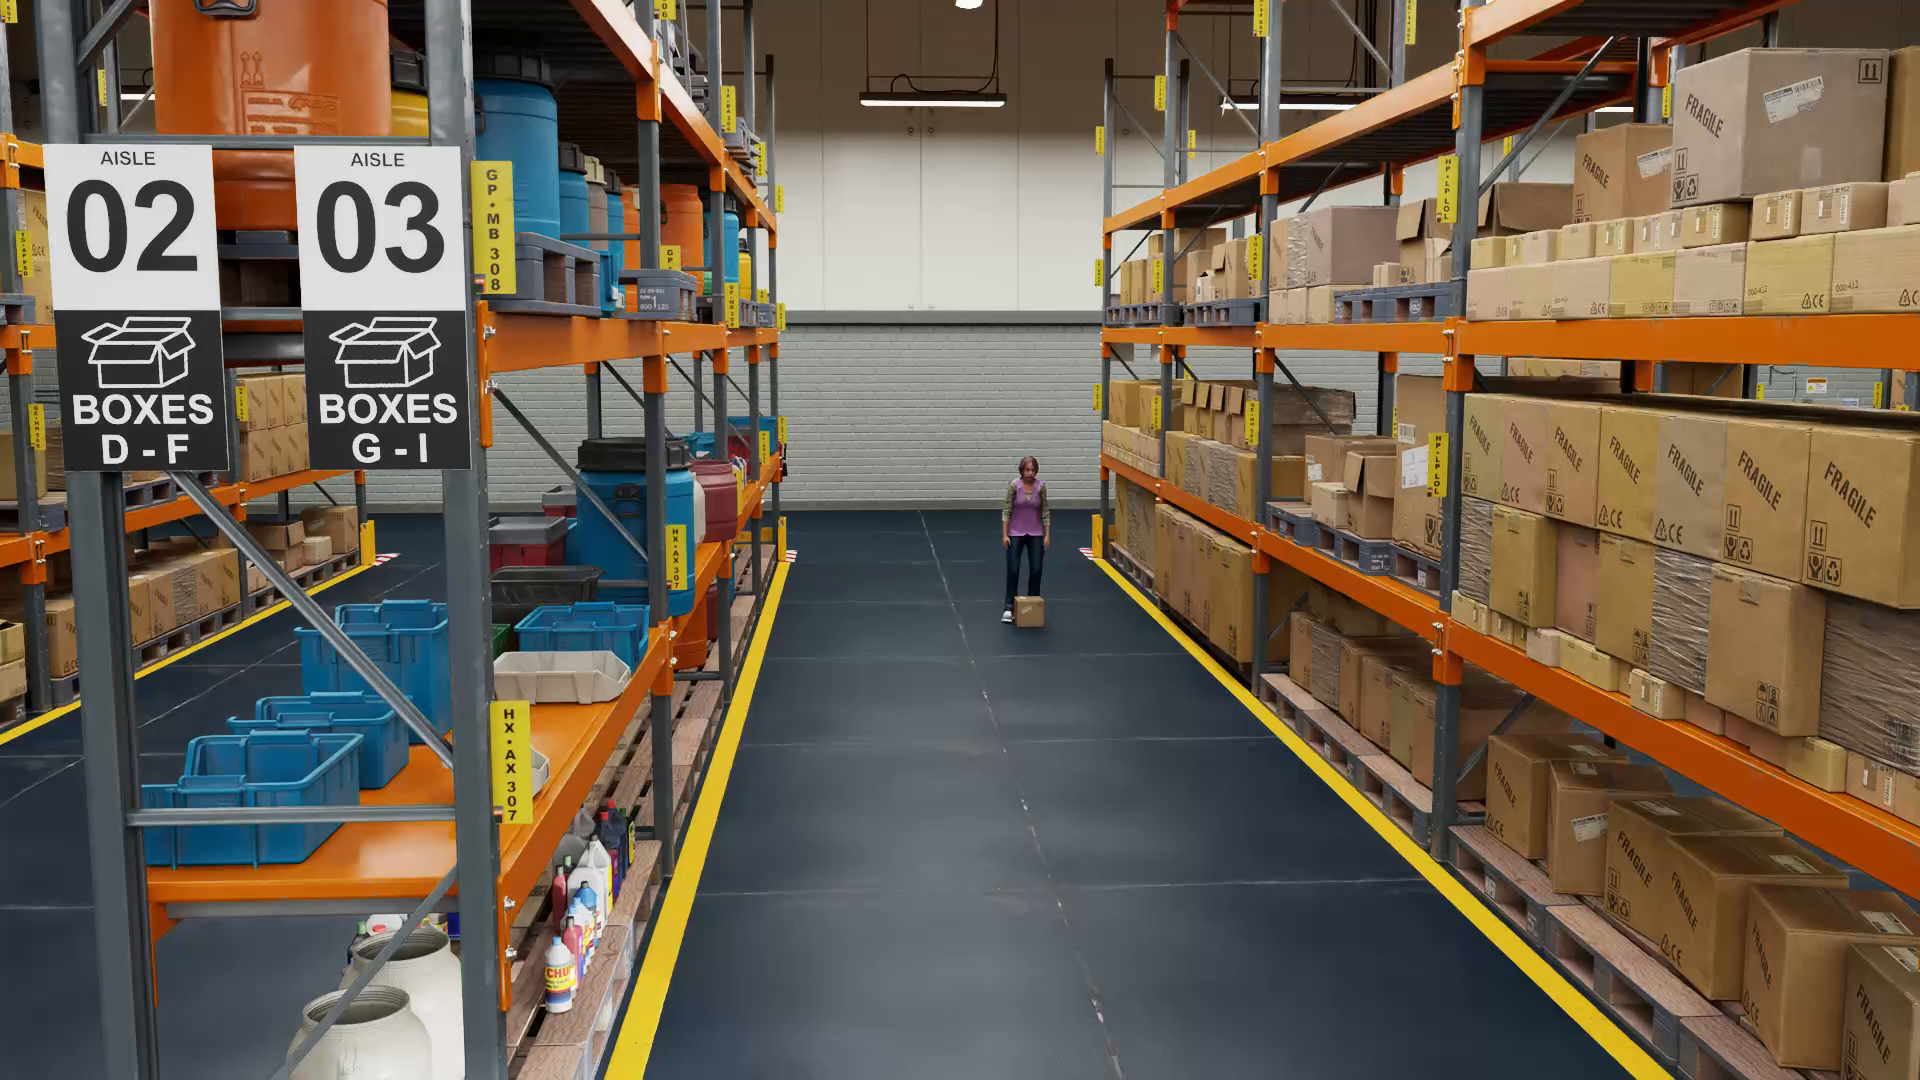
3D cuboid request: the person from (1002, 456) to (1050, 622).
[{"bbox_3d":[0.631,-0.016,15.929,0.476,1.593,0.348,-1,7,-5],"label":"person"}]
